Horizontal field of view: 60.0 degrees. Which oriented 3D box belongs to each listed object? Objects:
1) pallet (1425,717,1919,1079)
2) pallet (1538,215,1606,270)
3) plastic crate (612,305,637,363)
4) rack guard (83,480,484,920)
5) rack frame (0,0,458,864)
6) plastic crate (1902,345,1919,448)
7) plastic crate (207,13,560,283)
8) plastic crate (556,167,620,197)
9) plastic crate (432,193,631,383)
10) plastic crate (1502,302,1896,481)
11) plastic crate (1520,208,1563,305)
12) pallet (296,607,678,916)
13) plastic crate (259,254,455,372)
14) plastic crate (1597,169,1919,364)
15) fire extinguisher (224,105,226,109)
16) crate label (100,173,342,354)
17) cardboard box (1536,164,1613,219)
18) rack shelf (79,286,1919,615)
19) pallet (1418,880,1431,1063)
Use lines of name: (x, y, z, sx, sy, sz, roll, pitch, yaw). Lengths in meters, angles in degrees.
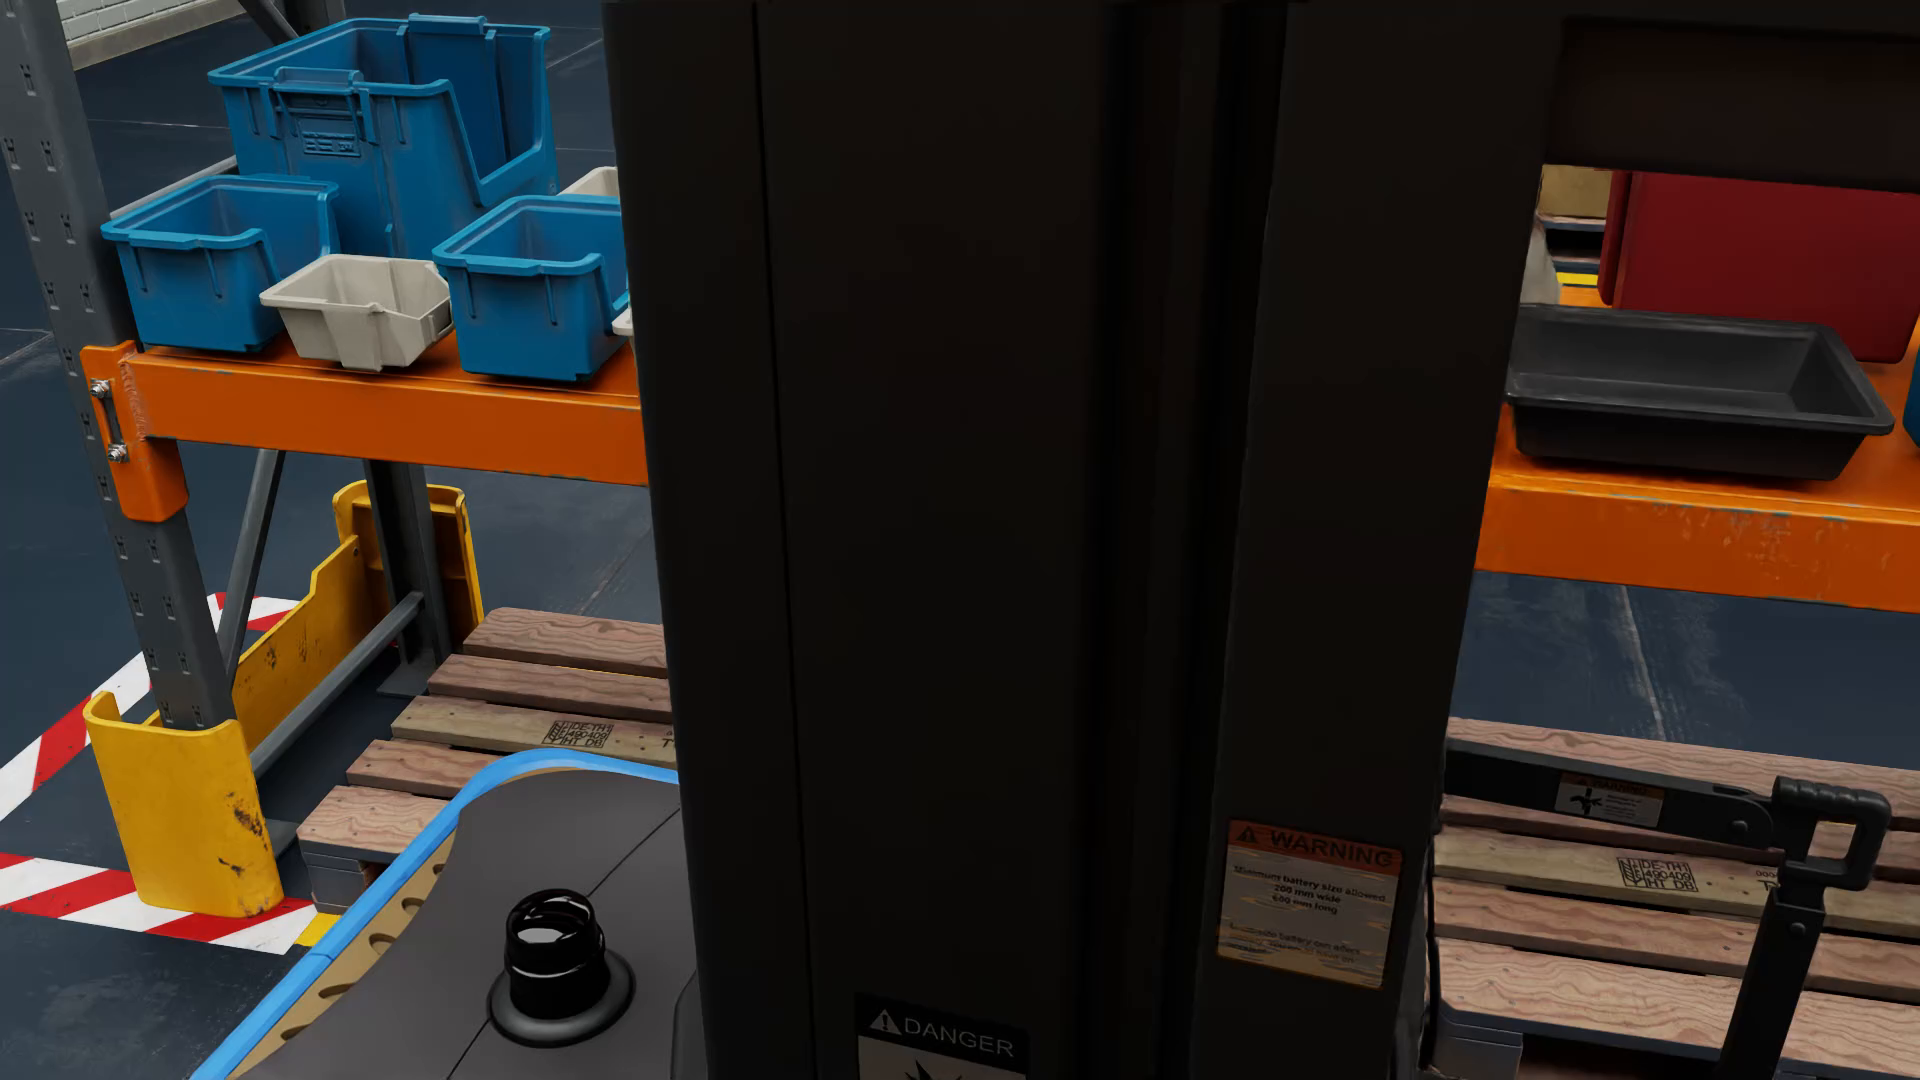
pallet: (1.616, 0.809, 3.553, 1.213, 0.211, 1.003, 6, 29, 11)
pallet: (2.650, -1.575, 7.906, 1.213, 0.211, 1.003, 6, 29, 11)
plastic crate: (-0.437, -0.352, 2.982, 0.298, 0.136, 0.250, 6, 29, 11)
rack guard: (-1.595, 0.340, 4.108, 0.348, 0.500, 1.175, 6, 29, 11)
rack frame: (-1.569, -0.760, 3.514, 0.127, 3.000, 1.000, 6, 29, 11)
plastic crate: (1.815, -0.265, 2.564, 0.575, 0.384, 0.392, 6, 29, 11)
plastic crate: (-1.203, -0.856, 3.590, 0.499, 0.435, 0.616, 6, 29, 11)
plastic crate: (-0.734, -0.674, 3.569, 0.243, 0.136, 0.396, 6, 29, 11)
plastic crate: (-0.753, -0.467, 3.092, 0.300, 0.233, 0.416, 6, 29, 11)
plastic crate: (1.192, -0.250, 2.808, 0.590, 0.125, 0.437, 6, 29, 11)
plastic crate: (0.888, -0.573, 3.233, 0.530, 0.282, 0.437, 6, 29, 11)
pallet: (-0.771, 0.564, 4.000, 1.213, 0.211, 1.003, 6, 29, 11)
plastic crate: (-1.100, -0.420, 3.106, 0.298, 0.136, 0.250, 6, 29, 11)
plastic crate: (1.522, -0.620, 3.130, 0.583, 0.464, 0.402, 6, 29, 11)
fire extinguisher: (-1.622, -0.791, 4.040, 0.183, 0.674, 0.296, 6, 29, 11)
crate label: (-1.396, -0.533, 3.212, 0.303, 0.233, 0.416, 6, 29, 11)
cardboard box: (2.748, -2.041, 7.629, 0.875, 0.875, 0.875, 6, 29, 11)
rack shelf: (0.387, -0.244, 3.321, 4.000, 0.370, 1.077, 6, 29, 11)
pallet: (0.419, 0.688, 3.774, 1.213, 0.211, 1.003, 6, 29, 11)
